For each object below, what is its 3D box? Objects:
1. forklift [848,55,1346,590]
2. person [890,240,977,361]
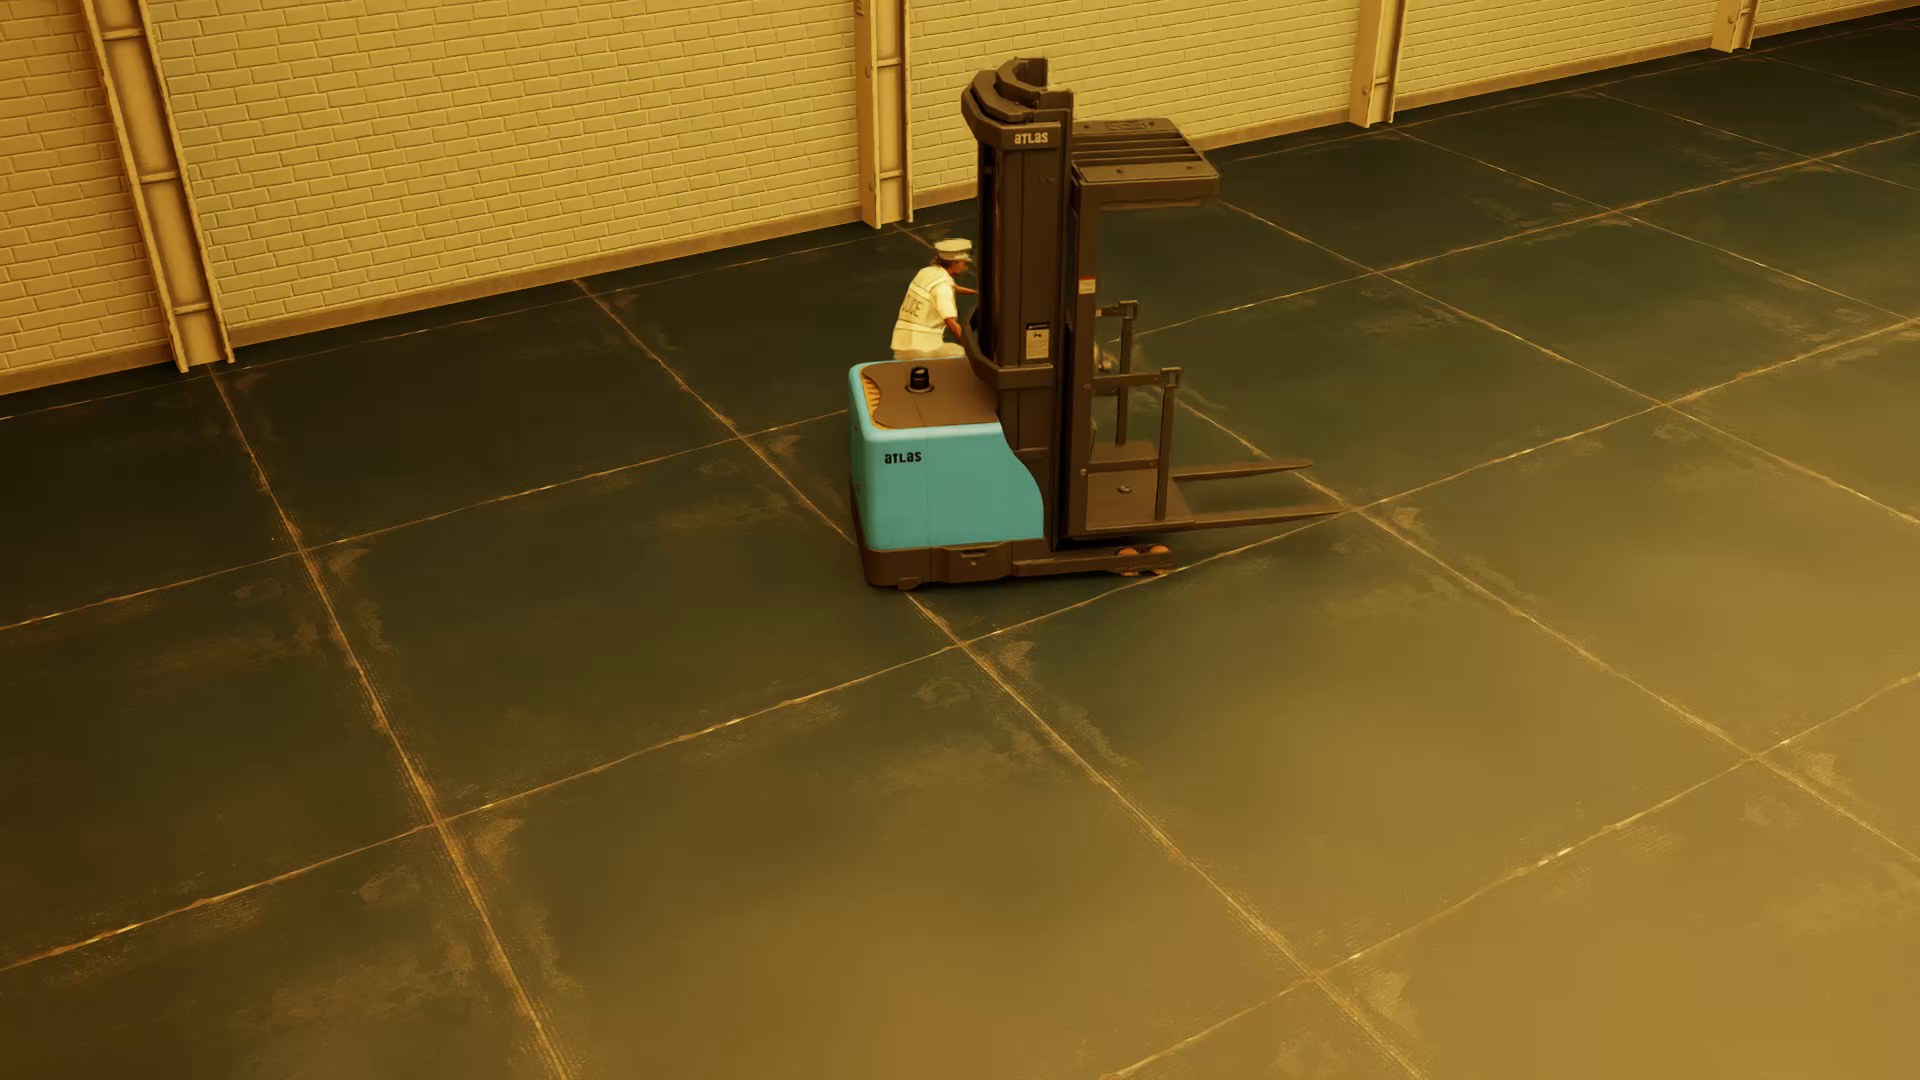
[{"bbox_3d":[0.863,-1.301,9.820,3.031,2.935,1.130,-5,31,-8],"label":"forklift"},{"bbox_3d":[-0.018,-1.308,11.300,0.863,1.422,0.883,-21,37,-30],"label":"person"}]
